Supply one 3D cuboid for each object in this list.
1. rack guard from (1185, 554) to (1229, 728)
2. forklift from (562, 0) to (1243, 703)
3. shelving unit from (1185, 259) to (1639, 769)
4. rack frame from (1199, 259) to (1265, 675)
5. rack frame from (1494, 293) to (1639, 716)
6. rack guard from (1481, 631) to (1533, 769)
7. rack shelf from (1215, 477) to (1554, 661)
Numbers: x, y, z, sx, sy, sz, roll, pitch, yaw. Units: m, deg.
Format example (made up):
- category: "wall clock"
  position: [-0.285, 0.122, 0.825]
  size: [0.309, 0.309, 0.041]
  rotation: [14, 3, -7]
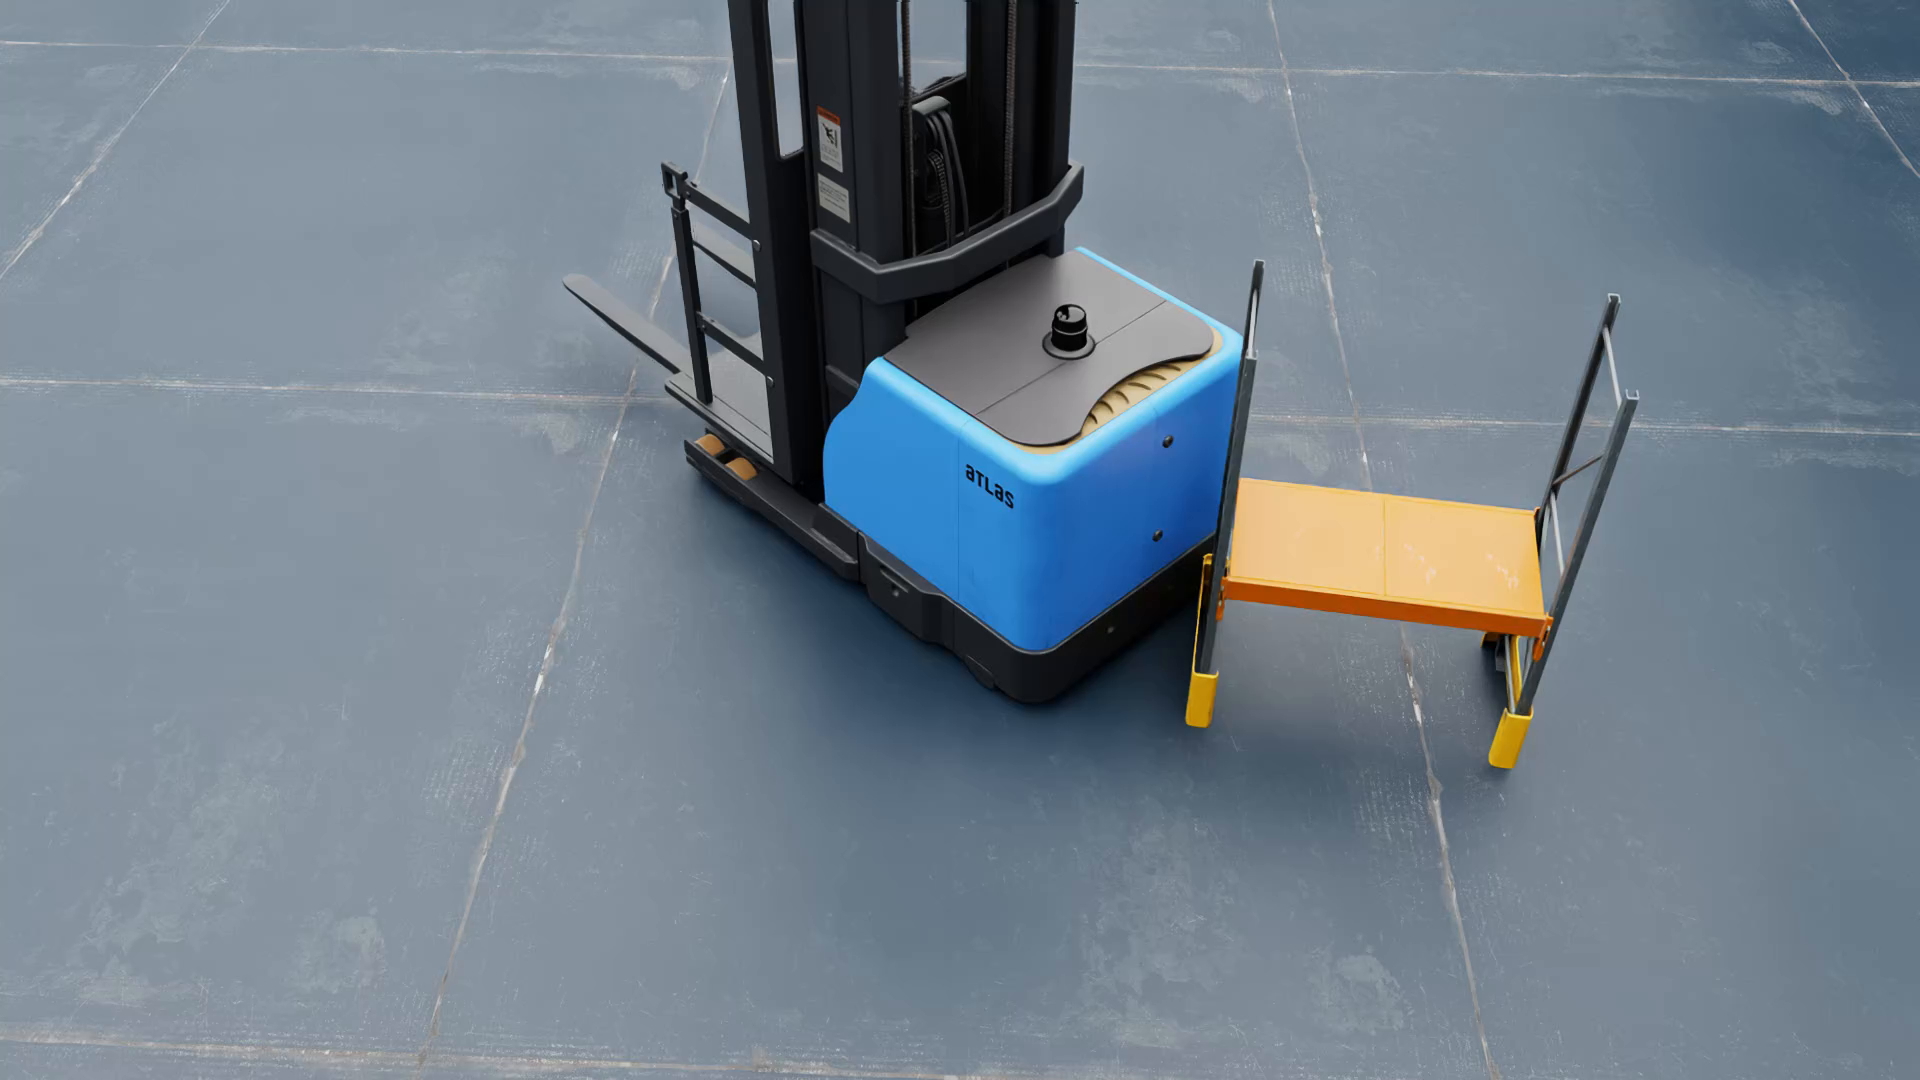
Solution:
- category: "rack guard"
  position: [0.848, 0.339, 5.703]
  size: [0.087, 0.250, 0.587]
  rotation: [7, 43, 7]
- category: "forklift"
  position: [-0.423, -1.438, 5.644]
  size: [1.130, 2.935, 3.031]
  rotation: [-33, 52, -30]
- category: "shelving unit"
  position: [1.339, -0.058, 5.212]
  size: [1.083, 1.500, 0.587]
  rotation: [7, 43, 7]
- category: "rack frame"
  position: [0.847, -0.118, 5.277]
  size: [0.032, 1.500, 0.500]
  rotation: [7, 43, 7]
- category: "rack frame"
  position: [1.848, 0.004, 5.145]
  size: [0.032, 1.500, 0.500]
  rotation: [7, 43, 7]
- category: "rack guard"
  position: [1.829, 0.459, 5.574]
  size: [0.087, 0.250, 0.587]
  rotation: [7, 43, 7]
- category: "rack shelf"
  position: [1.348, 0.075, 5.334]
  size: [1.000, 0.185, 0.538]
  rotation: [7, 43, 7]
